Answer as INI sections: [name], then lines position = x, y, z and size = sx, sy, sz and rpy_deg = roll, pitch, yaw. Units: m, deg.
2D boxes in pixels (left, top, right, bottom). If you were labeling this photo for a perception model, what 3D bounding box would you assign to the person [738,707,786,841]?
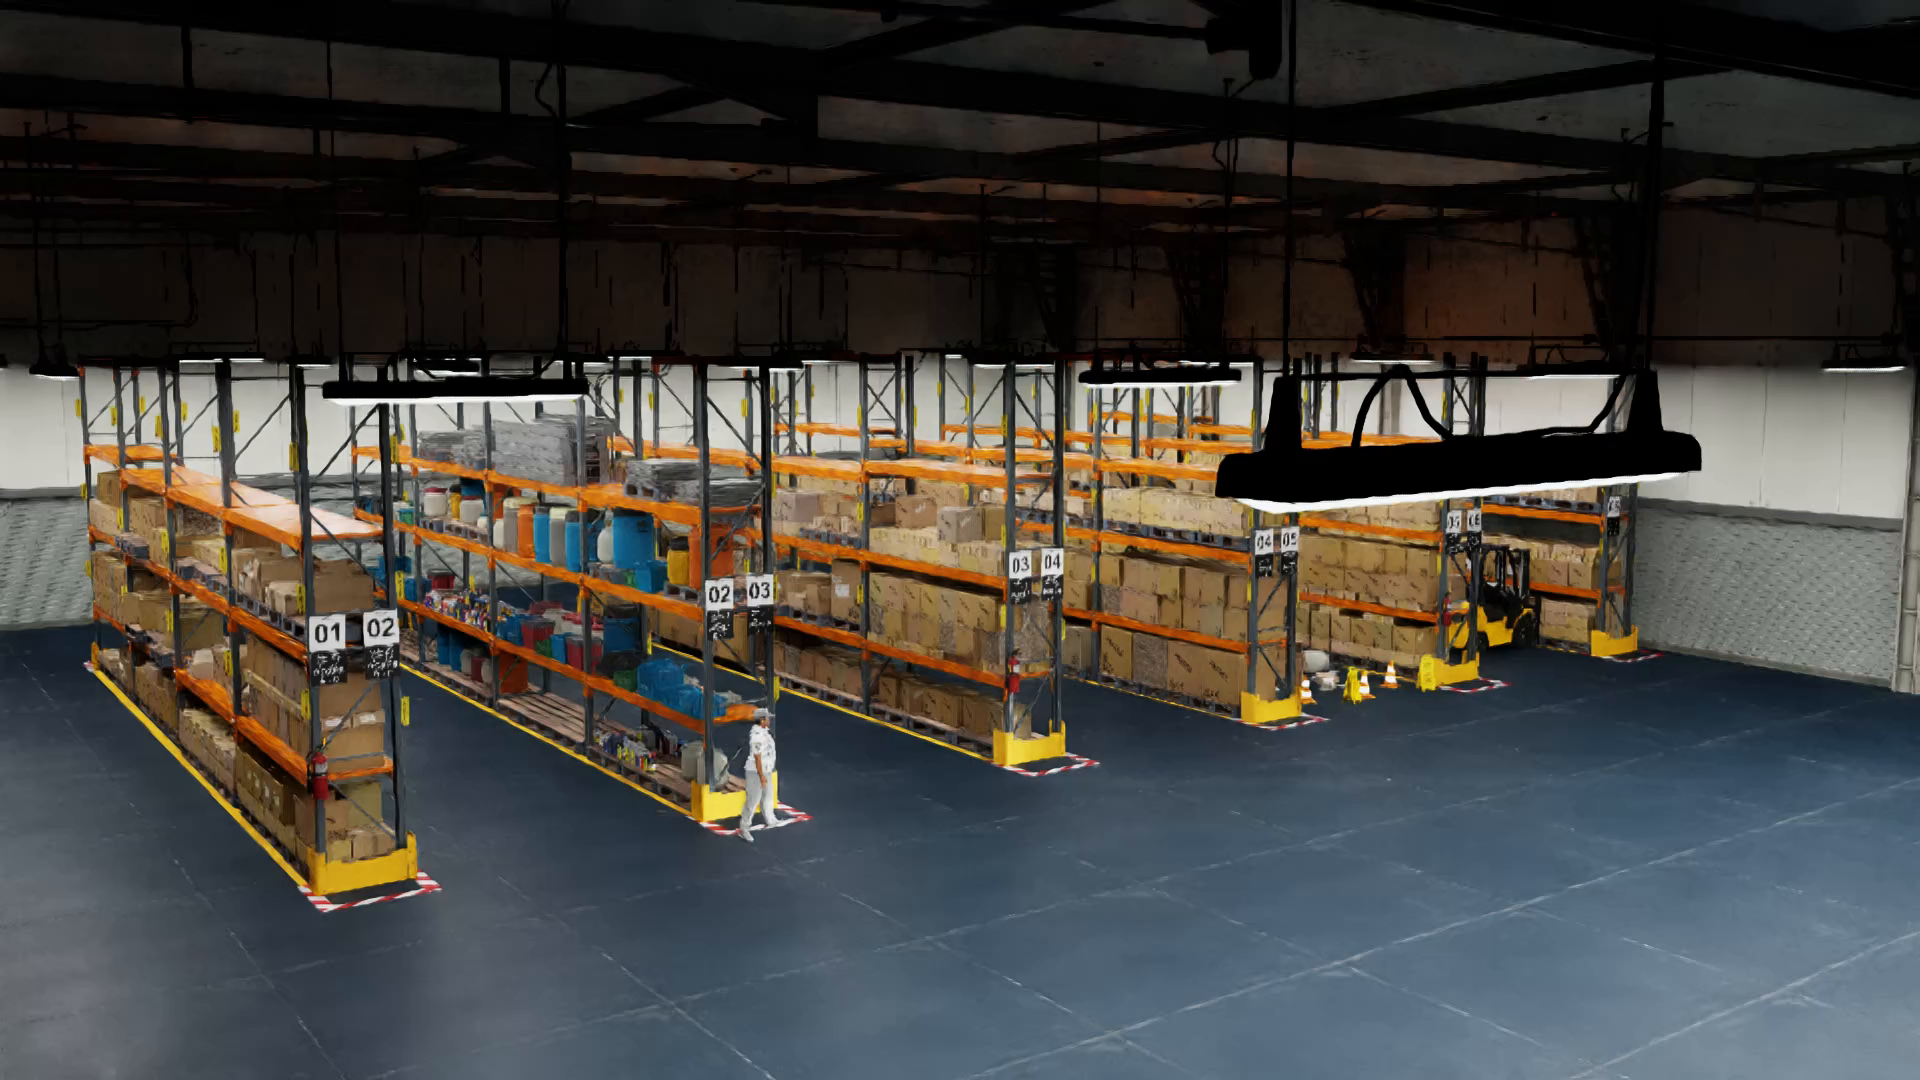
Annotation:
[person]
position = -2.542, 2.936, 21.220
size = 0.561, 1.653, 0.731
rpy_deg = 0, 7, 0
